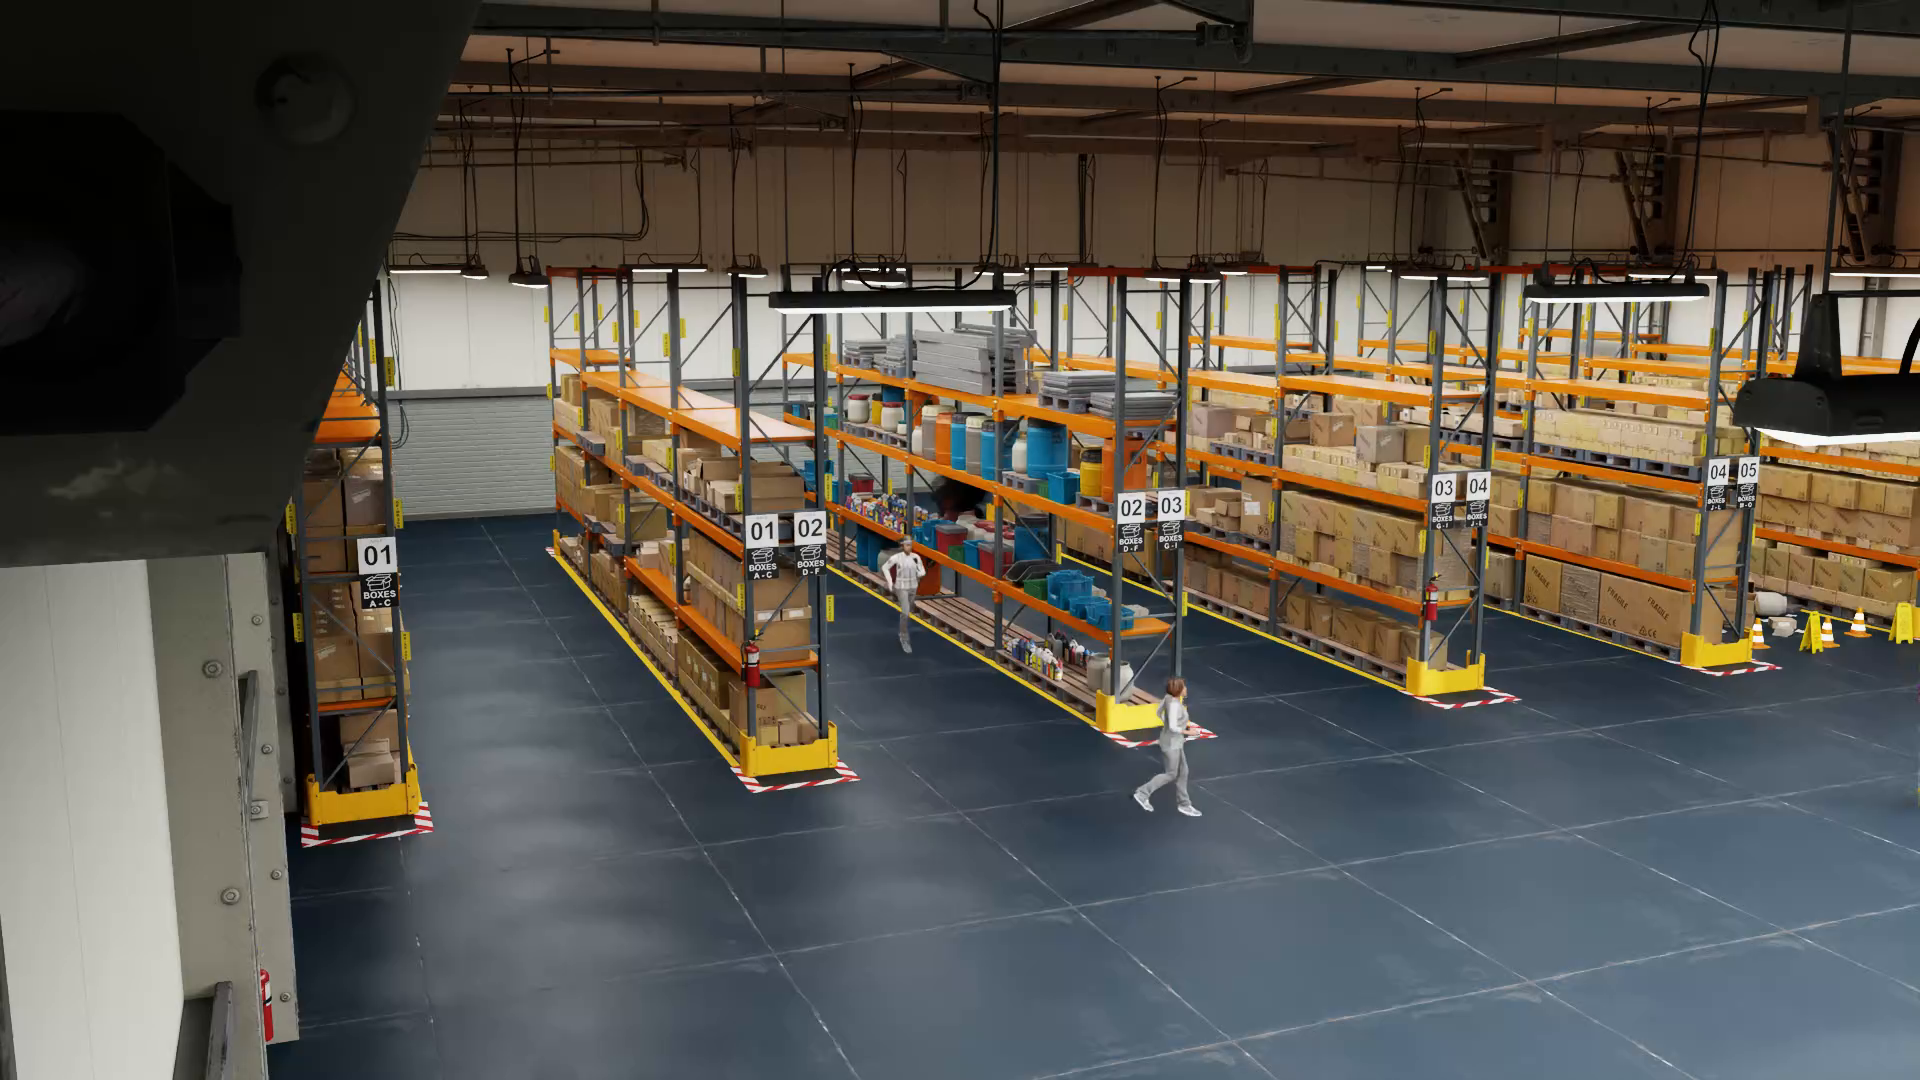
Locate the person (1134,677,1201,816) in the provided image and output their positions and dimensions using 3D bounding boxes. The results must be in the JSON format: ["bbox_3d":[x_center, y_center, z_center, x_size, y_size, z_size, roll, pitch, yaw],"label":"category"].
[{"bbox_3d":[2.351,2.341,18.723,0.770,1.588,0.565,1,10,4],"label":"person"}]

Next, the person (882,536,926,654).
[{"bbox_3d":[-0.816,0.817,25.527,0.576,1.793,0.705,-6,12,-30],"label":"person"}]
